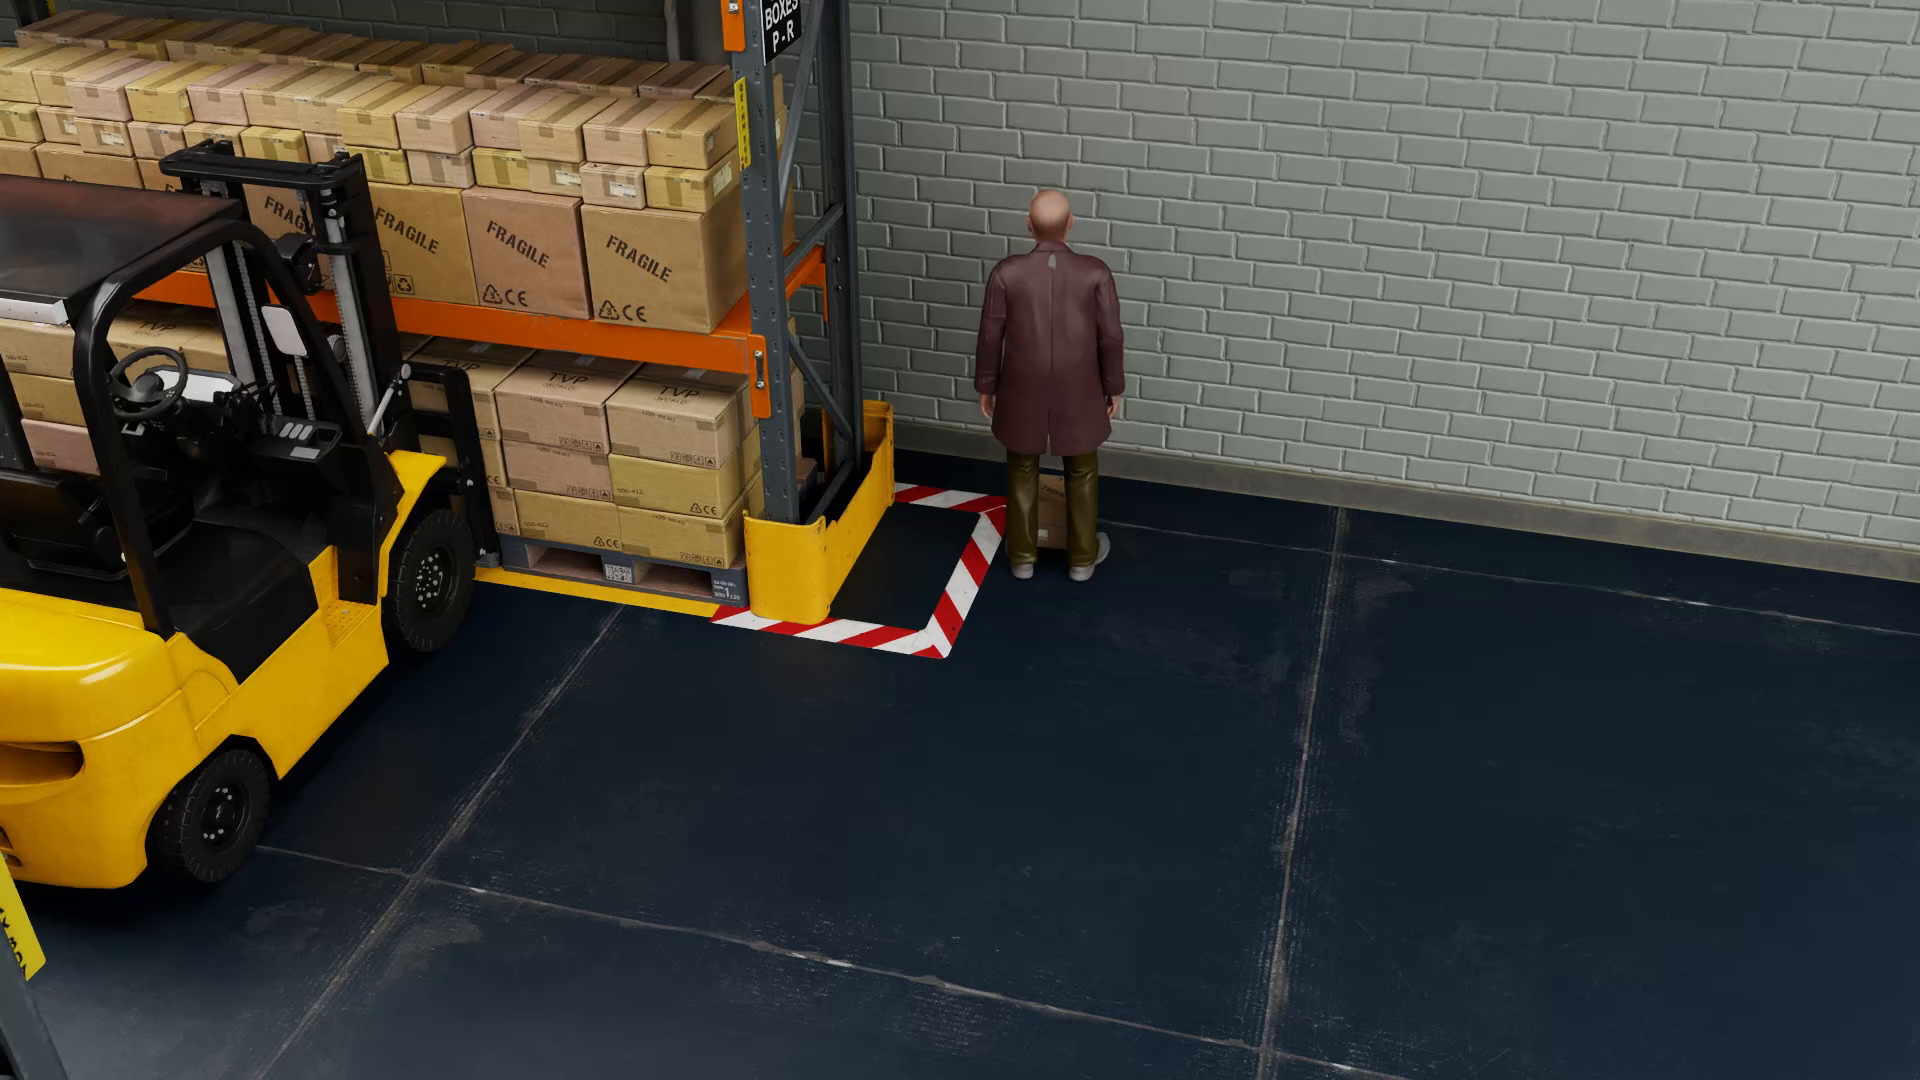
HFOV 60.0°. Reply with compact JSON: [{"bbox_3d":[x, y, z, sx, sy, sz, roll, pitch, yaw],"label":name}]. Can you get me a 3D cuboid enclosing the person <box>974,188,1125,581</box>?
[{"bbox_3d":[0.384,-0.643,7.167,0.652,1.773,0.429,2,32,3],"label":"person"}]
